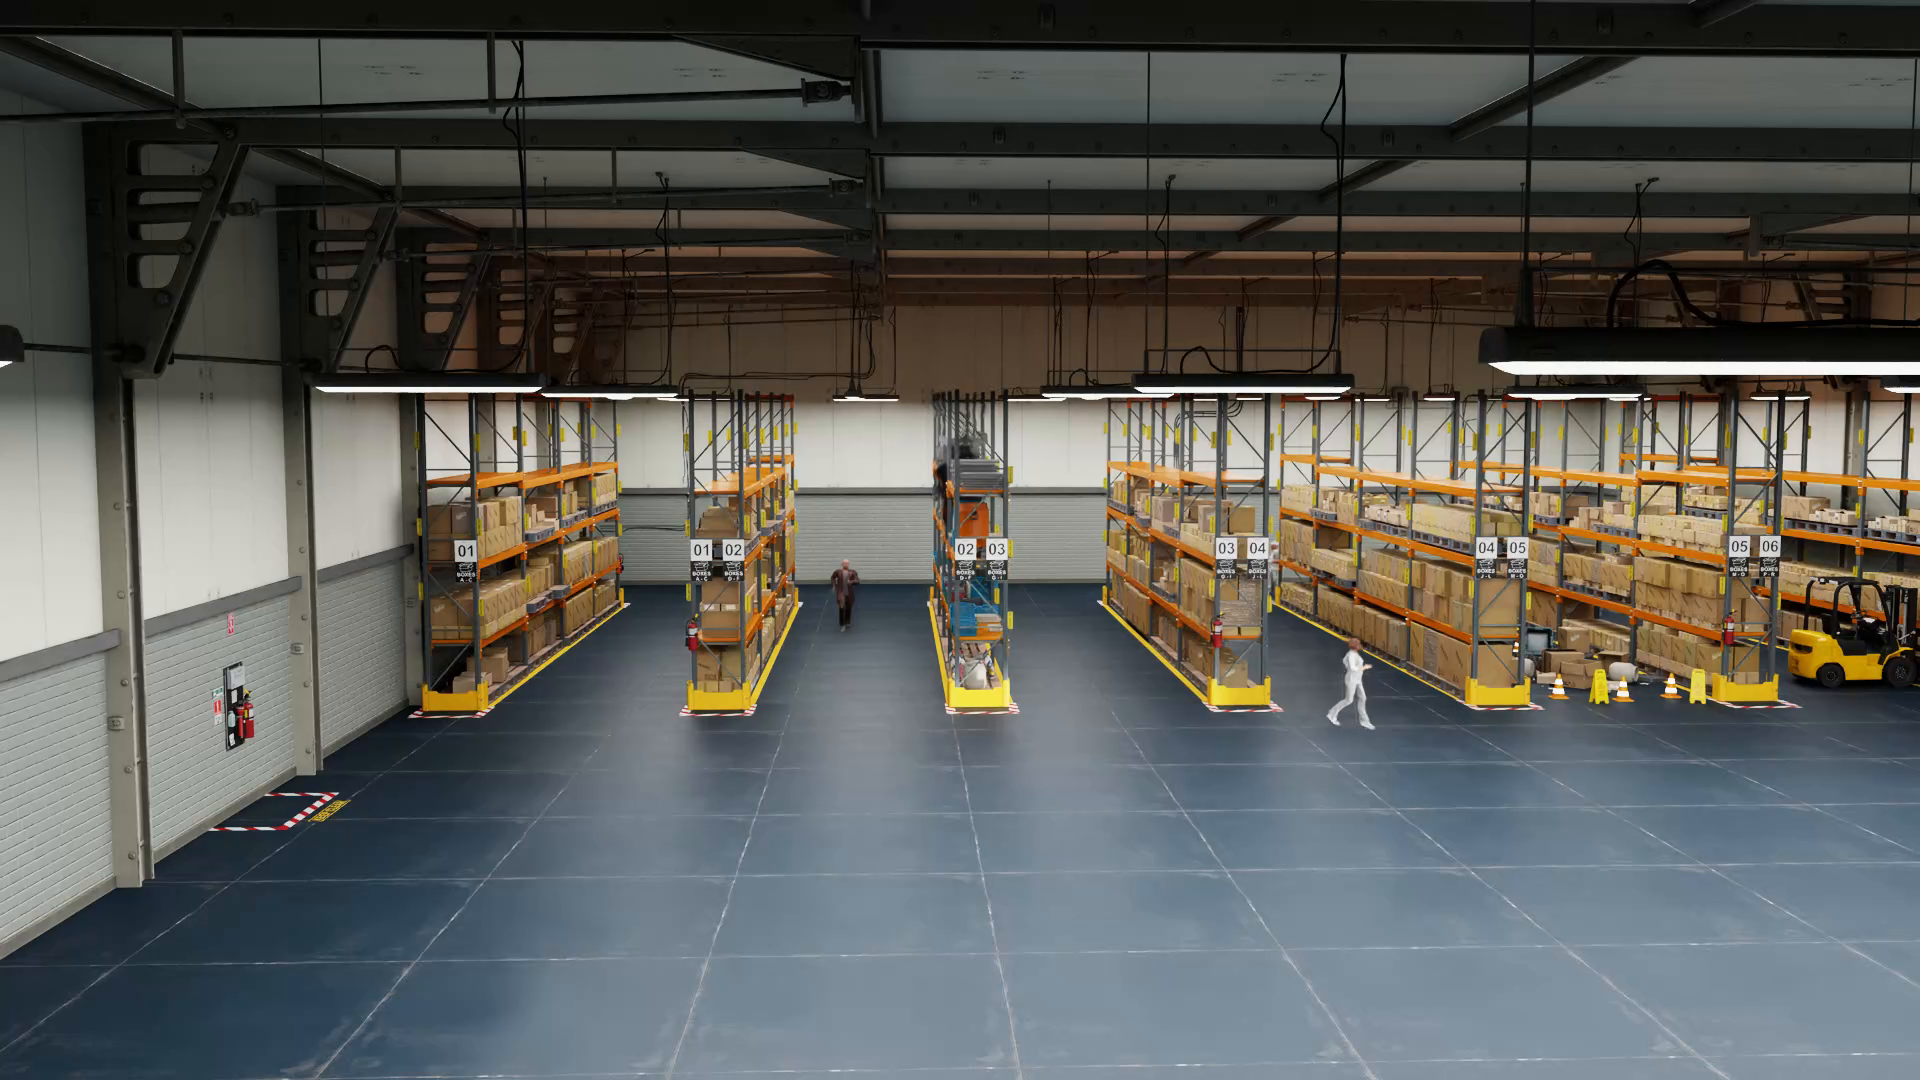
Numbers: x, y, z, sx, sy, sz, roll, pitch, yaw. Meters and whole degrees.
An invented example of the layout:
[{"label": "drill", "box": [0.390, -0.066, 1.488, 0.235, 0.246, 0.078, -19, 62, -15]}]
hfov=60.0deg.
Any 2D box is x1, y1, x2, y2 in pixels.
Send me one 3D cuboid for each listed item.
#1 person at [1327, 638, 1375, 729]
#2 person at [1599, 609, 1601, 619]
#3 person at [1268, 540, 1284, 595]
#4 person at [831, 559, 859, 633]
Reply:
[{"label": "person", "box": [6.900, 2.514, 29.286, 0.830, 1.609, 0.575, 2, 5, 23]}, {"label": "person", "box": [16.937, 1.268, 44.333, 0.655, 1.675, 0.608, -2, 5, -19]}, {"label": "person", "box": [9.373, 0.889, 49.101, 0.776, 1.804, 0.802, 0, 5, -3]}, {"label": "person", "box": [-2.899, 1.406, 42.069, 0.676, 1.851, 0.860, -1, 5, -10]}]
